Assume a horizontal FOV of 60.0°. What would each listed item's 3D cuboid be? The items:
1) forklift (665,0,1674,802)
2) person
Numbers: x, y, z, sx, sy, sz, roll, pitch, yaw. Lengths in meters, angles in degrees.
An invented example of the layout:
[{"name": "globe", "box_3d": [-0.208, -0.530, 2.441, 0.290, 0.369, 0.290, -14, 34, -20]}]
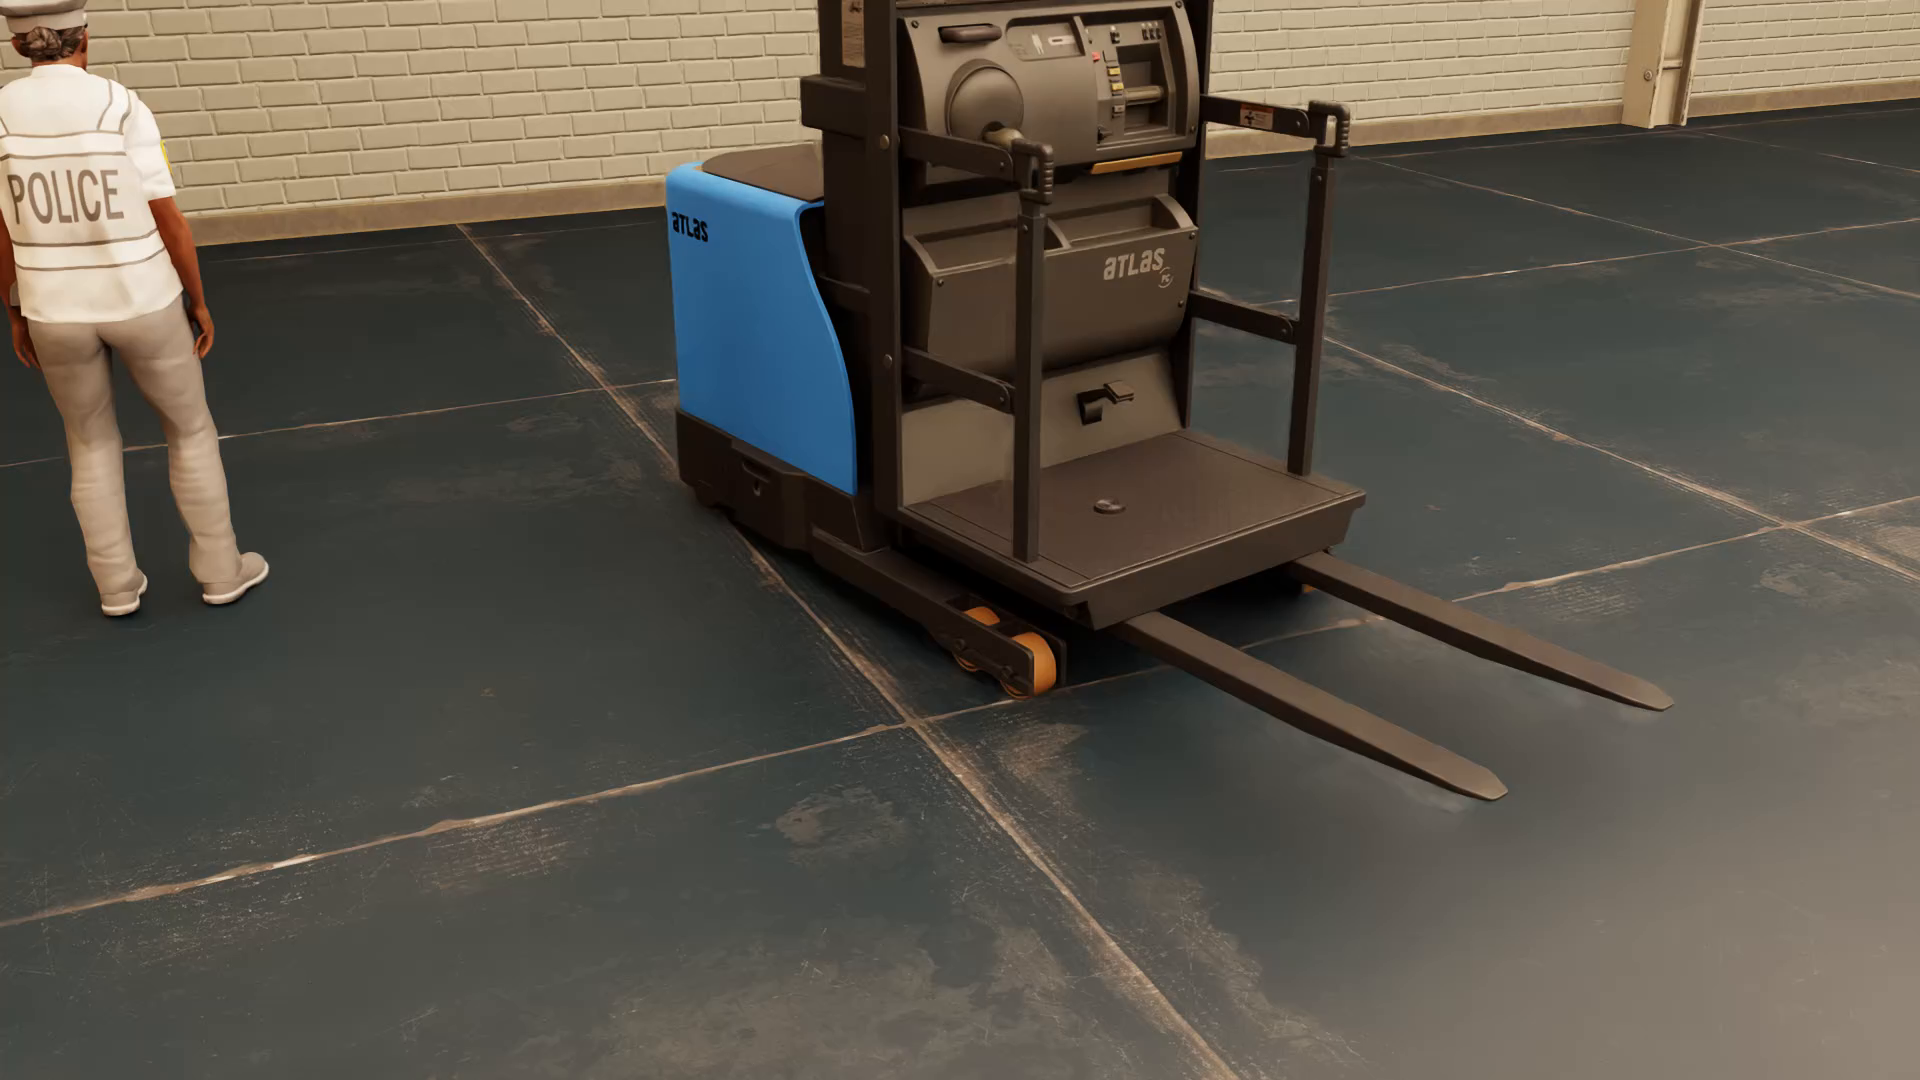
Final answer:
[{"name": "forklift", "box_3d": [0.386, -1.170, 4.103, 1.130, 2.935, 3.031, -17, 28, -35]}, {"name": "person", "box_3d": [-2.242, -0.600, 4.396, 0.512, 1.656, 0.397, -5, 23, -13]}]
